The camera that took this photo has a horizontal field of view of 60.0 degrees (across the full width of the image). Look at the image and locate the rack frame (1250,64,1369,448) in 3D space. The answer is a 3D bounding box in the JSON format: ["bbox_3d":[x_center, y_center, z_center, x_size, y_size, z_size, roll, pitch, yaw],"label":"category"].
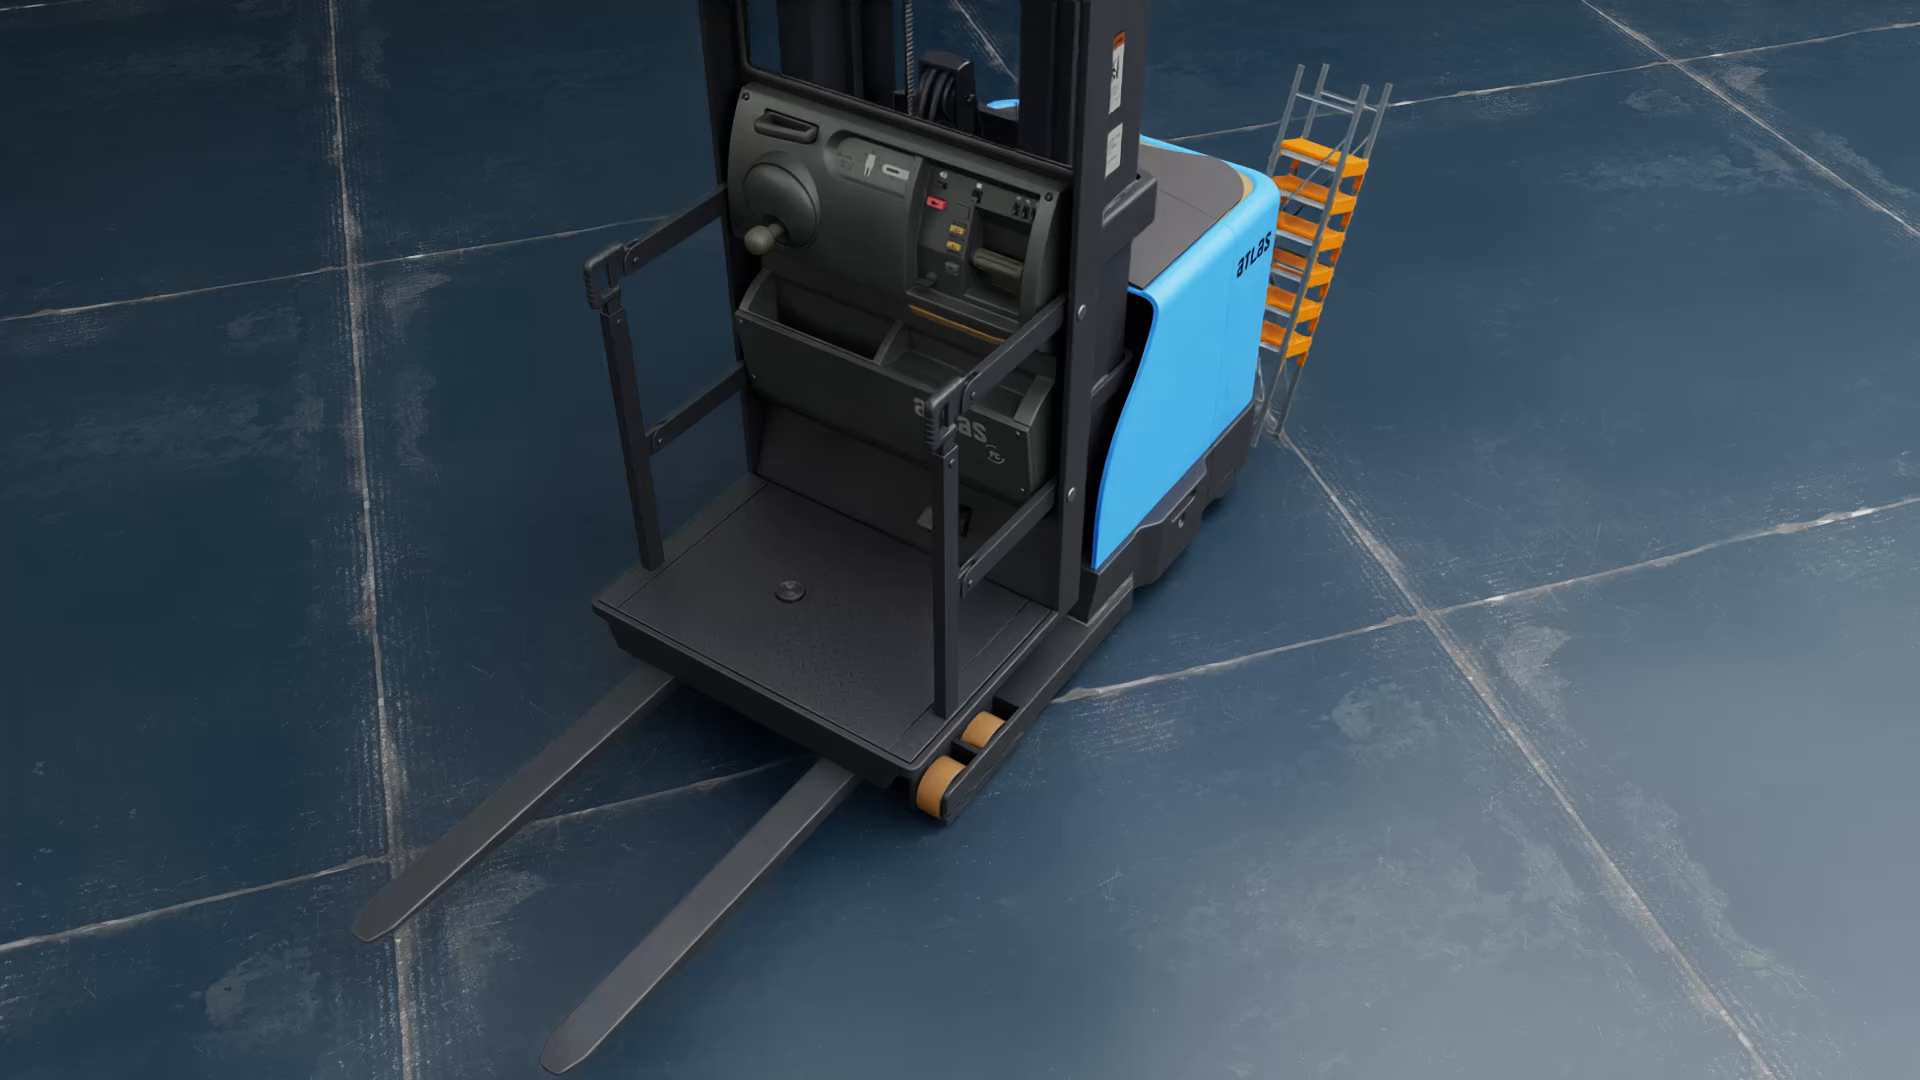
[{"bbox_3d":[1.010,-0.884,5.307,0.240,1.200,0.006,28,29,28],"label":"rack frame"}]

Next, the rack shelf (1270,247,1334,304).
[{"bbox_3d":[1.054,-0.866,5.397,0.258,0.103,0.180,28,29,28],"label":"rack shelf"}]

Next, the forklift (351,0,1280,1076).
[{"bbox_3d":[-0.295,-0.727,3.854,1.130,2.935,3.031,24,47,25],"label":"forklift"}]

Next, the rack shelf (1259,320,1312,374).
[{"bbox_3d":[1.004,-0.654,5.498,0.258,0.103,0.180,28,29,28],"label":"rack shelf"}]

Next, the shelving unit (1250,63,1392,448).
[{"bbox_3d":[1.063,-0.905,5.378,0.258,1.200,0.189,28,29,28],"label":"shelving unit"}]

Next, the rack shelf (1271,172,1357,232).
[{"bbox_3d":[1.104,-1.078,5.295,0.258,0.103,0.180,28,29,28],"label":"rack shelf"}]

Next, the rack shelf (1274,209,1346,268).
[{"bbox_3d":[1.079,-0.972,5.346,0.258,0.103,0.180,28,29,28],"label":"rack shelf"}]

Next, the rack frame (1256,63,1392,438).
[{"bbox_3d":[1.117,-0.927,5.449,0.240,1.200,0.006,28,29,28],"label":"rack frame"}]

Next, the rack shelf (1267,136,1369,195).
[{"bbox_3d":[1.129,-1.184,5.245,0.258,0.103,0.180,28,29,28],"label":"rack shelf"}]

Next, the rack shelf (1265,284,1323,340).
[{"bbox_3d":[1.029,-0.760,5.447,0.258,0.103,0.180,28,29,28],"label":"rack shelf"}]
